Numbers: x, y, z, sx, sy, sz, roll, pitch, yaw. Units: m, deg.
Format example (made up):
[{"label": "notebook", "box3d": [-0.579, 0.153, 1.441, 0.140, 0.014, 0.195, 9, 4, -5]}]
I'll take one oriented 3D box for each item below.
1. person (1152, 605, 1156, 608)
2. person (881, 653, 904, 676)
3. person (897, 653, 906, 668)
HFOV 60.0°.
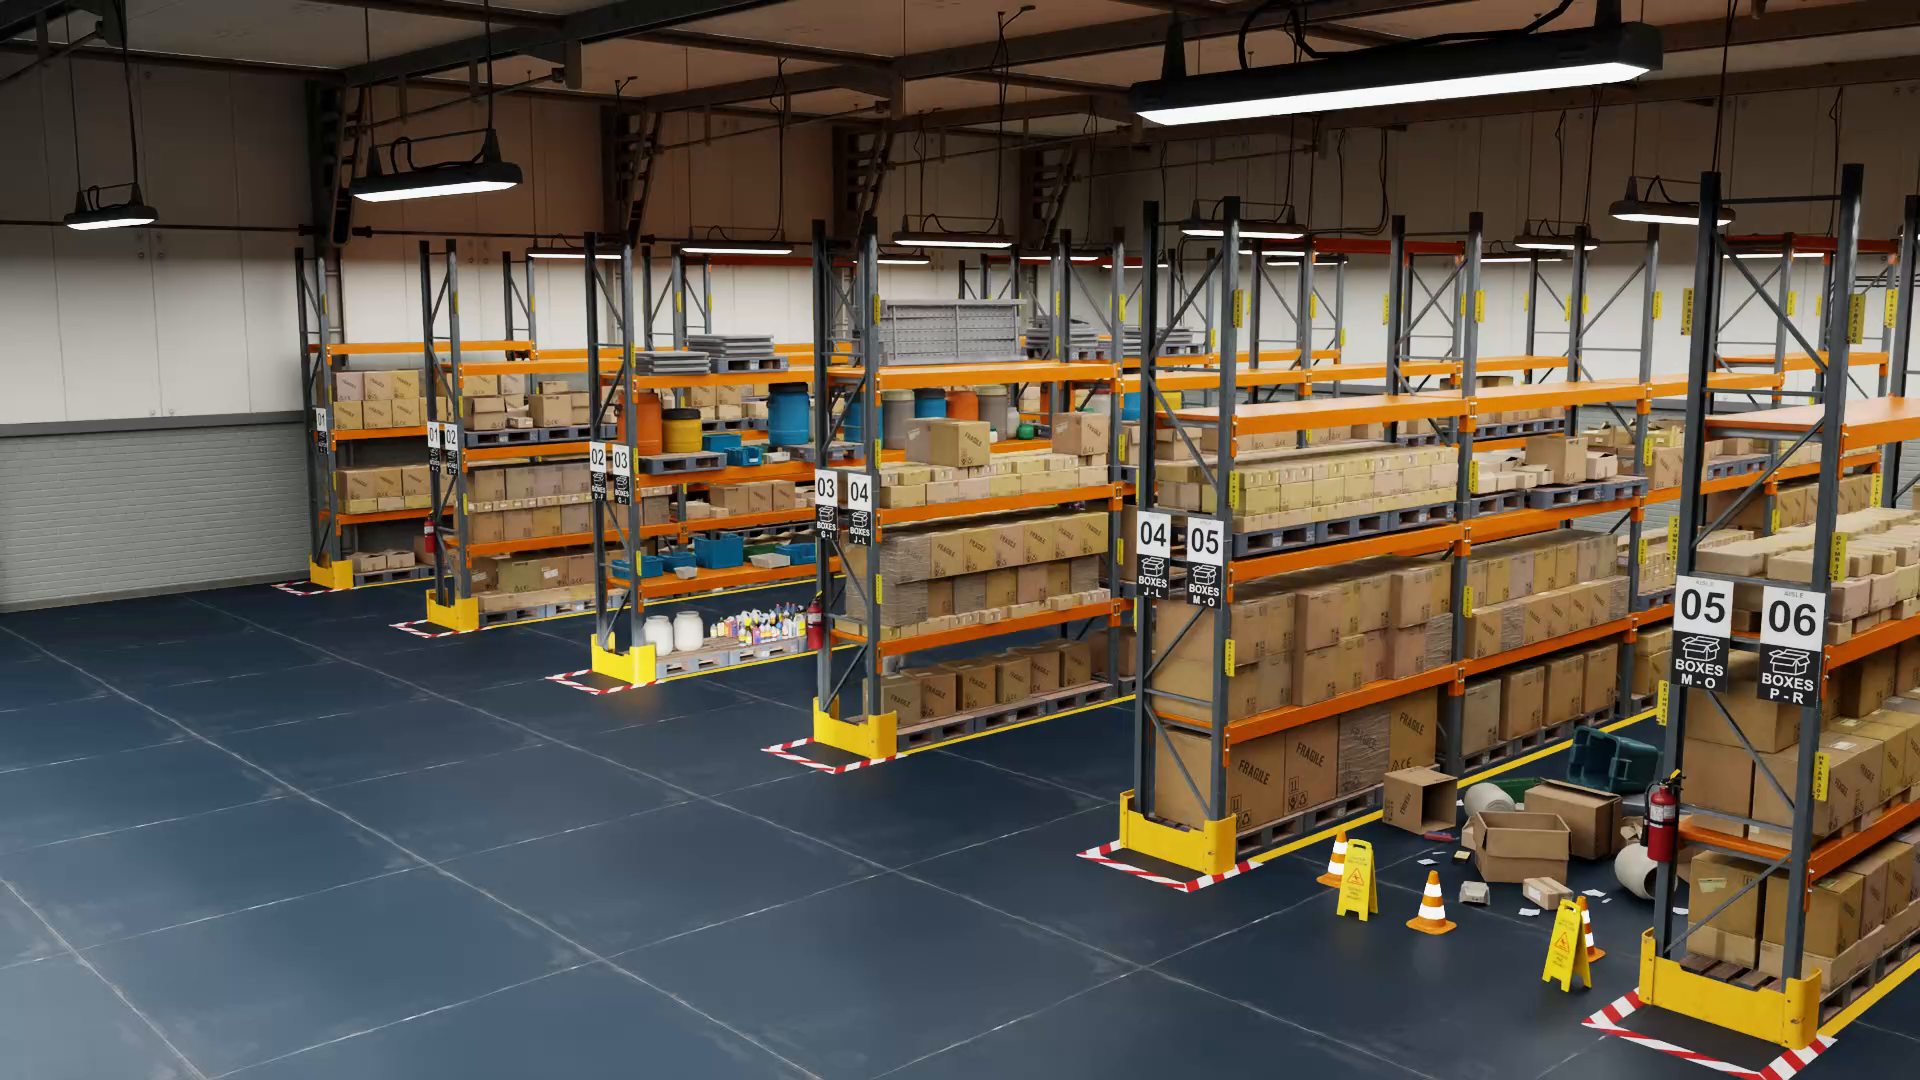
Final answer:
[{"label": "person", "box3d": [3.131, 0.280, 26.037, 0.322, 1.628, 0.485, 6, 10, 35]}, {"label": "person", "box3d": [-0.882, 1.089, 22.155, 0.429, 1.674, 0.500, 1, 8, 7]}, {"label": "person", "box3d": [-0.784, 0.910, 22.976, 0.519, 1.700, 0.539, 4, 9, 24]}]
